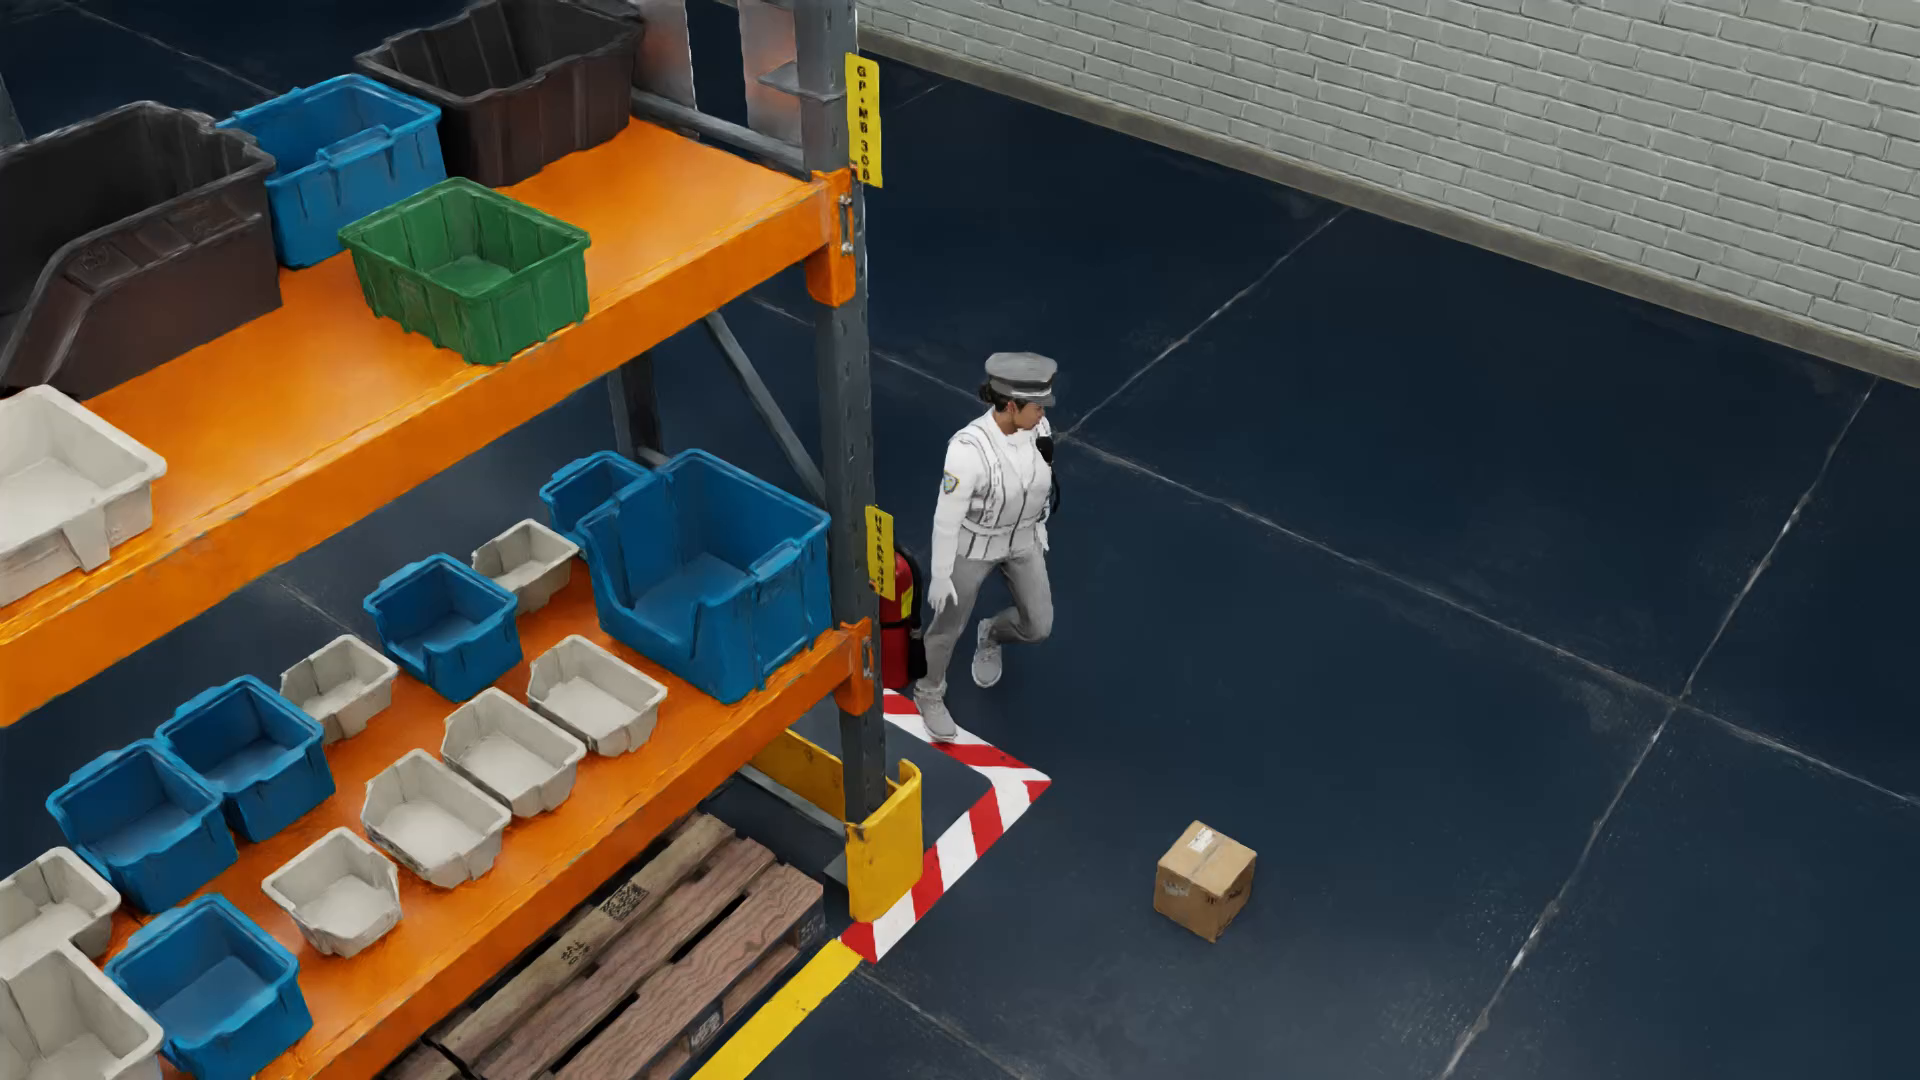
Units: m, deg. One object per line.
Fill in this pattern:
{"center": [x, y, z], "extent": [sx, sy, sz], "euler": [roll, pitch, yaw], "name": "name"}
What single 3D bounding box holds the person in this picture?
{"center": [0.098, 0.019, 6.131], "extent": [0.583, 1.636, 0.452], "euler": [-21, 44, -24], "name": "person"}
